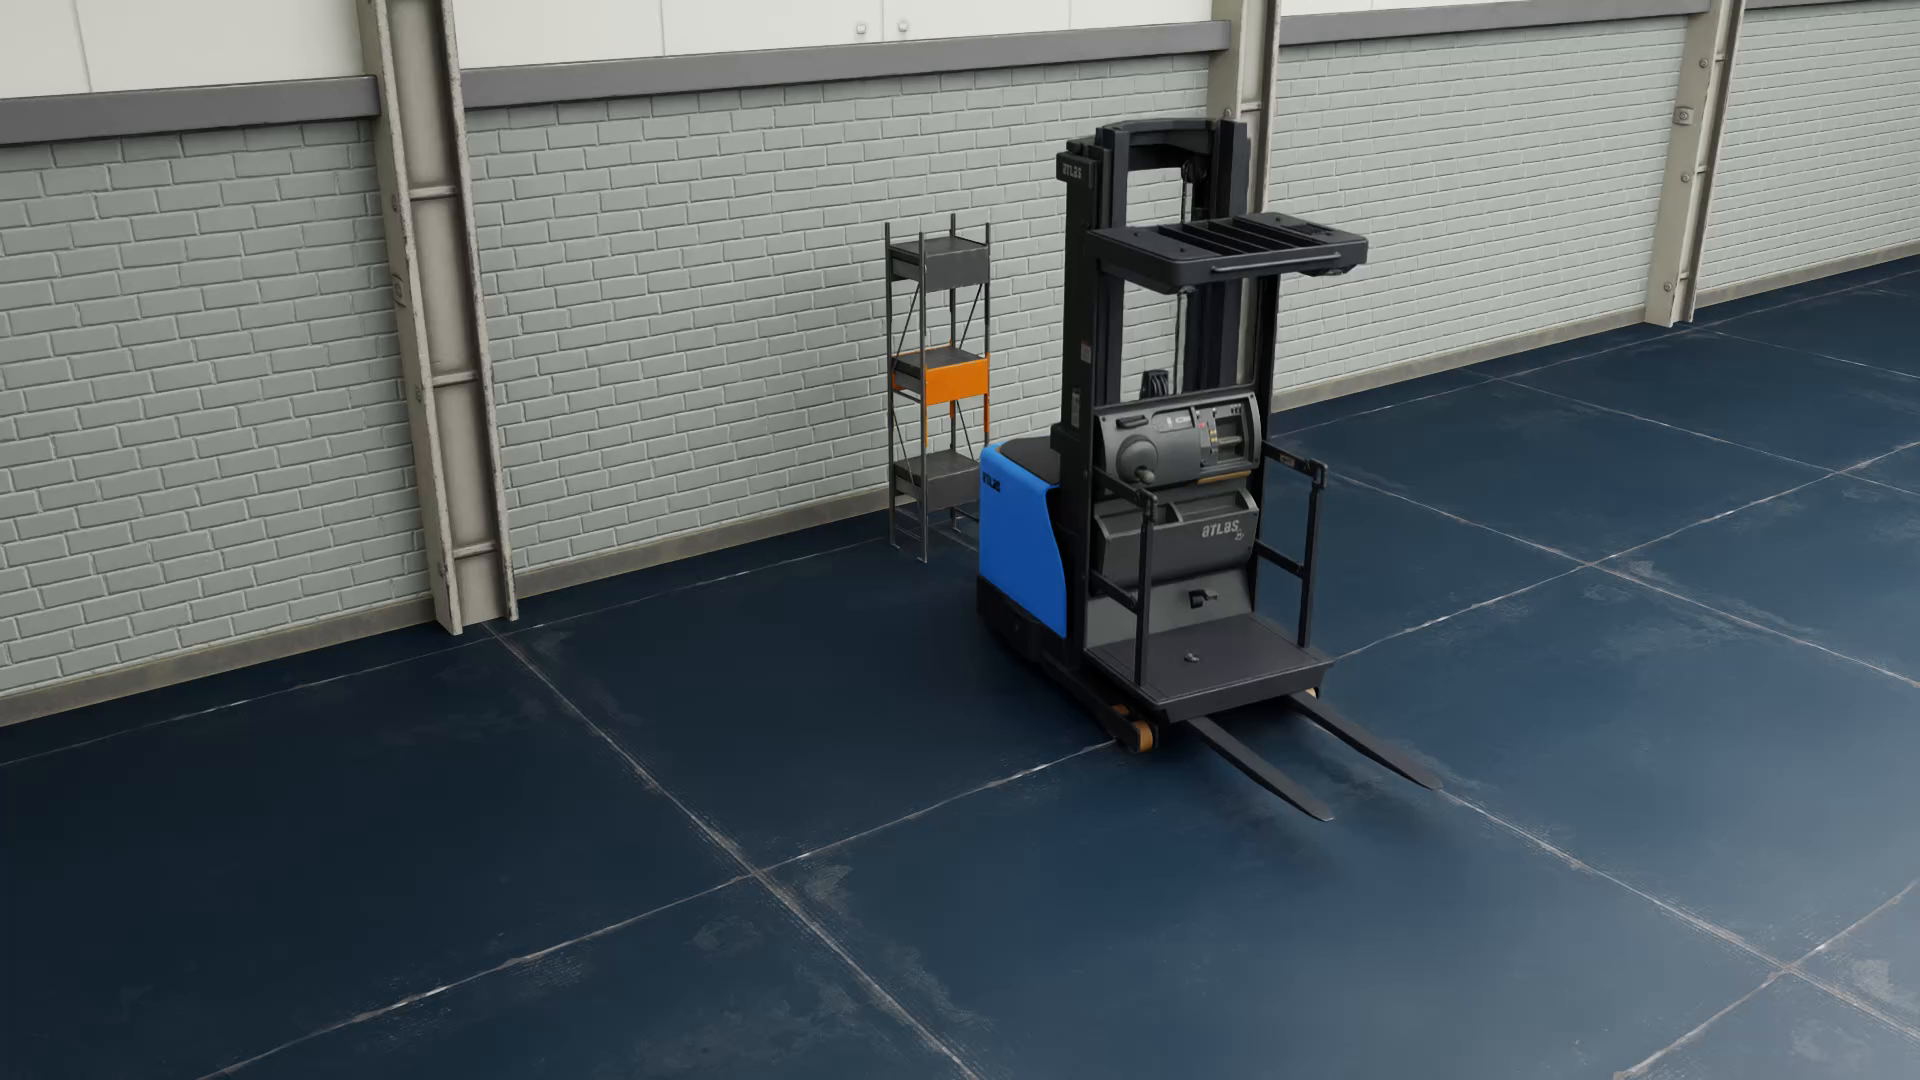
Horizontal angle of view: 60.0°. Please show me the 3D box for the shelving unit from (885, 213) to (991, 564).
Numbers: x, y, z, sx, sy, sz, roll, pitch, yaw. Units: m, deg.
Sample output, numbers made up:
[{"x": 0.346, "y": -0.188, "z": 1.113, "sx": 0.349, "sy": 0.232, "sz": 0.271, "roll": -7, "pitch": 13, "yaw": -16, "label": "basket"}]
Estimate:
[{"x": -0.134, "y": -0.939, "z": 10.417, "sx": 0.503, "sy": 2.100, "sz": 0.431, "roll": -15, "pitch": 26, "yaw": -33, "label": "shelving unit"}]

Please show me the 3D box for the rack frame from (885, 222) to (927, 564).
[{"x": -0.332, "y": -0.887, "z": 10.285, "sx": 0.015, "sy": 2.100, "sz": 0.400, "roll": -15, "pitch": 26, "yaw": -33, "label": "rack frame"}]

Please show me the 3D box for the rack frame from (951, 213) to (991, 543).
[{"x": 0.064, "y": -0.992, "z": 10.550, "sx": 0.015, "sy": 2.100, "sz": 0.400, "roll": -15, "pitch": 26, "yaw": -33, "label": "rack frame"}]

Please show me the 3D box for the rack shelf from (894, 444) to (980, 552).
[{"x": -0.134, "y": -0.277, "z": 10.682, "sx": 0.480, "sy": 0.518, "sz": 0.431, "roll": -15, "pitch": 26, "yaw": -33, "label": "rack shelf"}]

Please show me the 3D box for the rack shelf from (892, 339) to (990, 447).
[{"x": -0.134, "y": -0.927, "z": 10.422, "sx": 0.480, "sy": 0.518, "sz": 0.431, "roll": -15, "pitch": 26, "yaw": -33, "label": "rack shelf"}]

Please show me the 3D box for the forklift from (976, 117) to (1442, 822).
[{"x": 1.206, "y": -0.488, "z": 8.164, "sx": 1.130, "sy": 2.935, "sz": 3.031, "roll": -10, "pitch": 24, "yaw": -25, "label": "forklift"}]

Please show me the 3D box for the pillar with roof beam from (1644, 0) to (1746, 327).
[{"x": 9.423, "y": -5.024, "z": 11.345, "sx": 0.400, "sy": 9.000, "sz": 9.100, "roll": -15, "pitch": 26, "yaw": -33, "label": "pillar with roof beam"}]

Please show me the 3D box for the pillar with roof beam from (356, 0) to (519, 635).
[{"x": -0.318, "y": -2.426, "z": 4.835, "sx": 0.400, "sy": 9.000, "sz": 9.100, "roll": -15, "pitch": 26, "yaw": -33, "label": "pillar with roof beam"}]

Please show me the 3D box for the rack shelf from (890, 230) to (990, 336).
[{"x": -0.134, "y": -1.577, "z": 10.163, "sx": 0.480, "sy": 0.518, "sz": 0.431, "roll": -15, "pitch": 26, "yaw": -33, "label": "rack shelf"}]

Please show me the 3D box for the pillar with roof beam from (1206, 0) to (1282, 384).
[{"x": 4.552, "y": -3.725, "z": 8.090, "sx": 0.400, "sy": 9.000, "sz": 9.100, "roll": -15, "pitch": 26, "yaw": -33, "label": "pillar with roof beam"}]
